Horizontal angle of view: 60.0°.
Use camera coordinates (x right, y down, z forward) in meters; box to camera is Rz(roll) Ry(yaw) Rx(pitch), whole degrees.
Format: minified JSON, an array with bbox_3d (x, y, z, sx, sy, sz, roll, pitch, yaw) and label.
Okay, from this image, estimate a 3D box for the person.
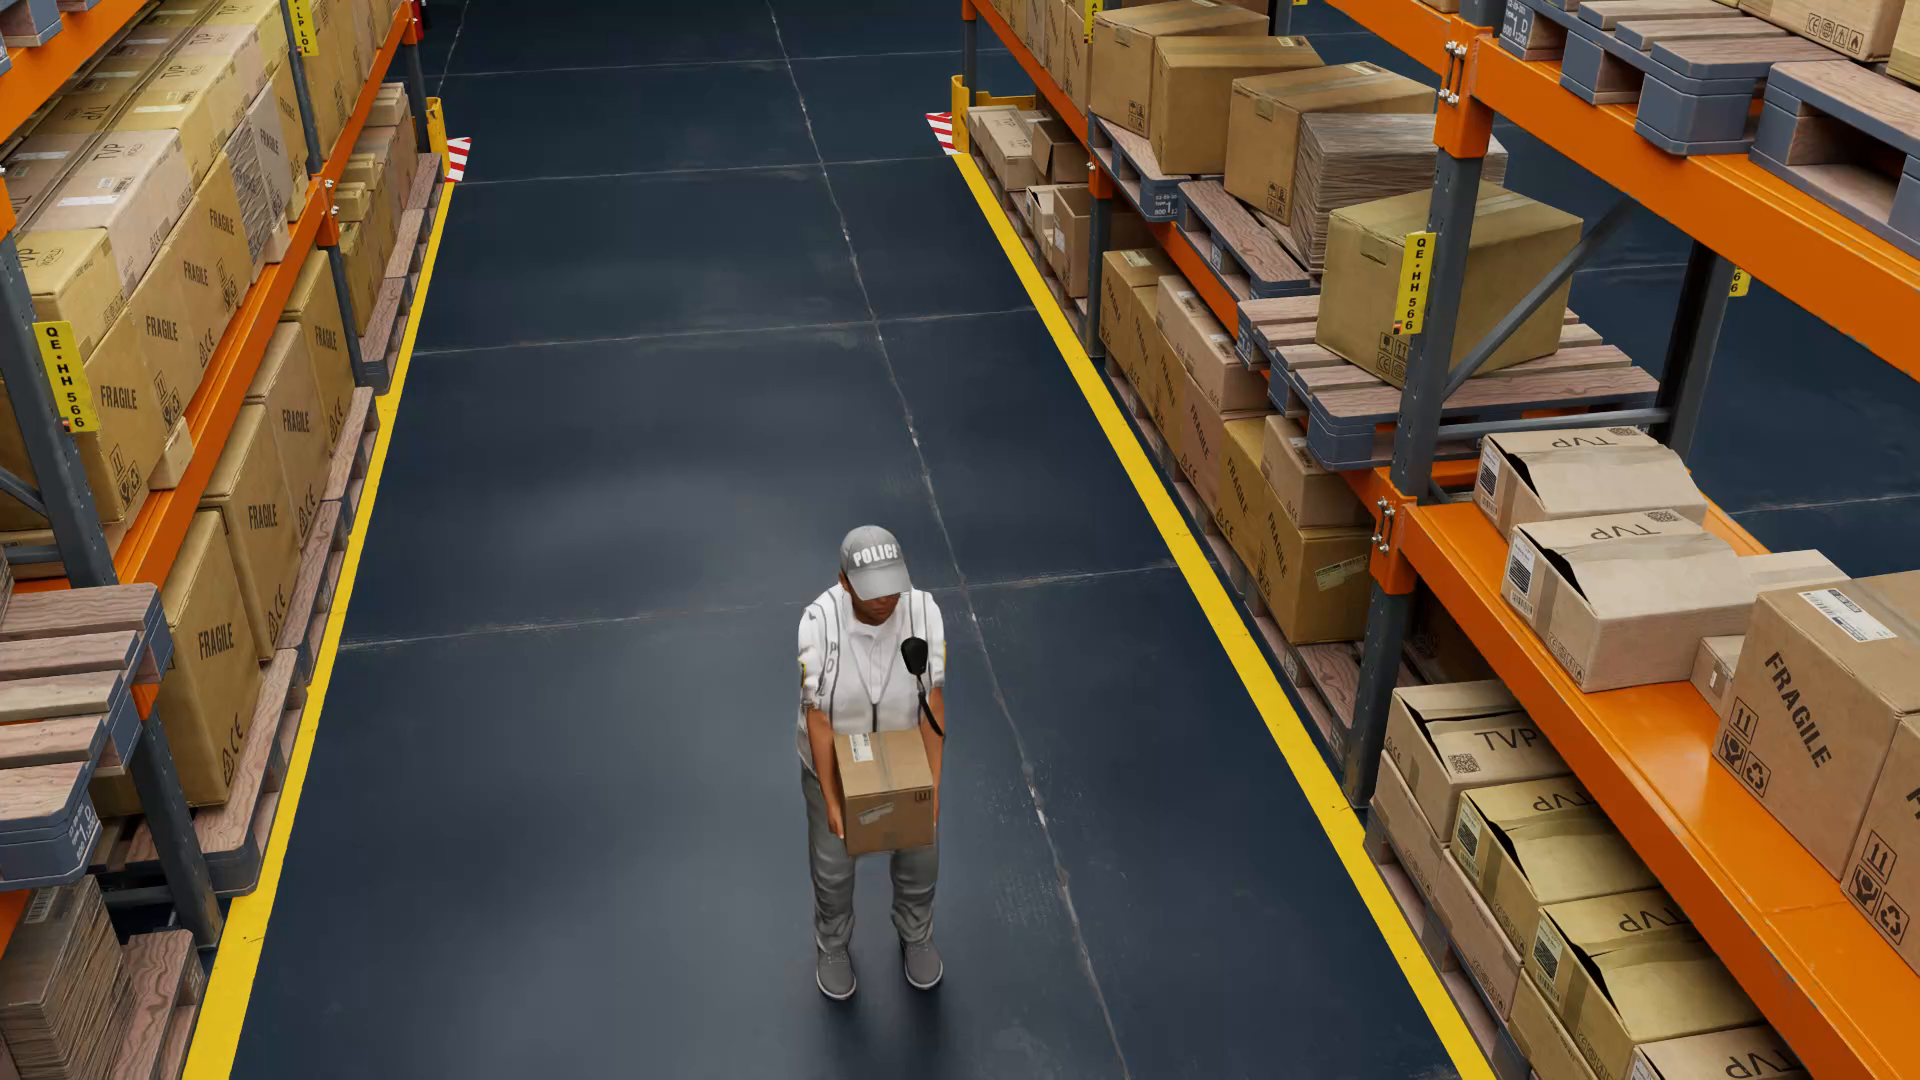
[{"bbox_3d":[-0.251,0.698,4.977,0.452,1.660,0.560,-6,31,-10],"label":"person"}]
